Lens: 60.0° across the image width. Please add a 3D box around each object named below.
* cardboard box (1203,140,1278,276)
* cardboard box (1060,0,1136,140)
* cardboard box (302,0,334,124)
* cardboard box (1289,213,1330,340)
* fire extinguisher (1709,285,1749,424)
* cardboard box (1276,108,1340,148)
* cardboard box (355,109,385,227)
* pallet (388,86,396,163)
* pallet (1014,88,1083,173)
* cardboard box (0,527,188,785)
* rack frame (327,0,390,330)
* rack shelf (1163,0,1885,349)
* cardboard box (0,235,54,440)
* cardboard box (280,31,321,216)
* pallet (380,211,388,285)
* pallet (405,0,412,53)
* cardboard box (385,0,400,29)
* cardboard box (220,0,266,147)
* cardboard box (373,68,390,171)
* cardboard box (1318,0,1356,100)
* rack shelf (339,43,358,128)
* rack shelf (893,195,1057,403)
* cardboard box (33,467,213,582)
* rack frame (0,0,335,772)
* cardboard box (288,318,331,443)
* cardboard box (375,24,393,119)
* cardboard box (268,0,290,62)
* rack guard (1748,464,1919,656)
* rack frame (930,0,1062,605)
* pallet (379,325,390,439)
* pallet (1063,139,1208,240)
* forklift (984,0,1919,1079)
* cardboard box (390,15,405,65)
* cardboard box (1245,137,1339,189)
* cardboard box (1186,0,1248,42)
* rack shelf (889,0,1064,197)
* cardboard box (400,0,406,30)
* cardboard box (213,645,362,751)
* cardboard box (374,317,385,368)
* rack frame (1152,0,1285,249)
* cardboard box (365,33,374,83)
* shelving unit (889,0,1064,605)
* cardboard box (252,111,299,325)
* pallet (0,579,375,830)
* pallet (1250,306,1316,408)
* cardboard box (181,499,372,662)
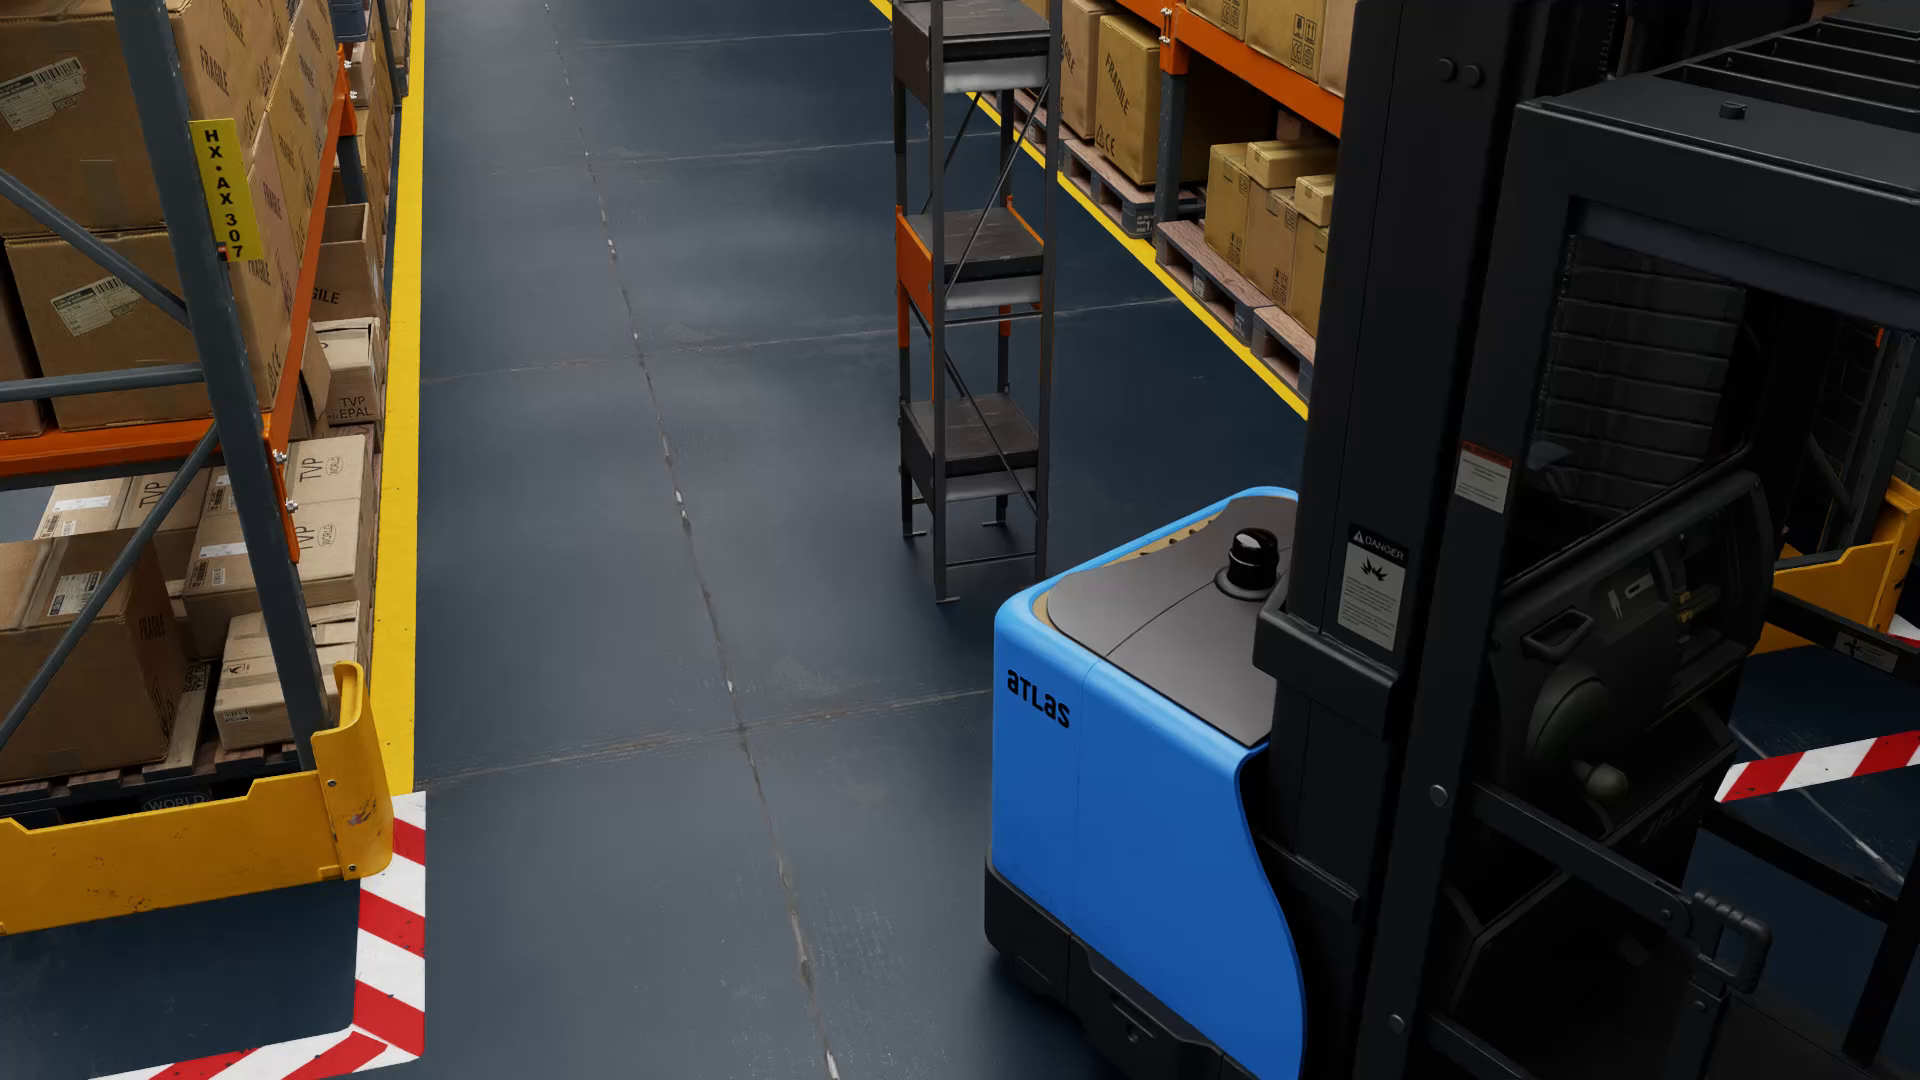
[{"bbox_3d":[1.636,-1.655,8.191,0.700,0.500,0.500,-7,31,-13],"label":"cardboard box"},{"bbox_3d":[0.999,-2.907,10.004,0.750,0.750,0.750,-7,31,-12],"label":"cardboard box"},{"bbox_3d":[-2.721,-1.856,6.363,0.500,0.500,0.500,-7,31,-12],"label":"cardboard box"},{"bbox_3d":[1.900,-1.164,7.342,0.700,0.500,0.500,-7,31,-12],"label":"cardboard box"},{"bbox_3d":[2.193,-0.669,4.860,0.296,0.674,0.183,-8,31,-13],"label":"fire extinguisher"},{"bbox_3d":[1.789,-2.032,8.195,0.380,0.149,0.250,-8,31,-14],"label":"cardboard box"},{"bbox_3d":[-3.285,-1.900,8.594,0.500,0.500,0.500,-7,31,-13],"label":"cardboard box"},{"bbox_3d":[-4.139,-2.629,10.581,1.003,0.211,1.213,-8,31,-13],"label":"pallet"},{"bbox_3d":[0.931,-2.676,10.662,1.003,0.211,1.213,-8,31,-13],"label":"pallet"},{"bbox_3d":[-2.559,0.324,4.752,0.500,0.500,0.500,-8,31,-13],"label":"cardboard box"},{"bbox_3d":[-3.239,-2.269,7.176,1.000,3.000,0.127,-8,31,-13],"label":"rack frame"},{"bbox_3d":[2.067,-1.652,6.829,1.077,0.370,4.000,-8,31,-13],"label":"rack shelf"},{"bbox_3d":[-2.559,-0.561,4.125,0.500,0.500,0.500,-7,31,-12],"label":"cardboard box"},{"bbox_3d":[-2.444,-1.363,5.510,0.500,0.500,0.500,-7,31,-13],"label":"cardboard box"},{"bbox_3d":[-3.491,-1.450,8.545,1.003,0.211,1.213,-8,31,-13],"label":"pallet"},{"bbox_3d":[-4.802,-3.985,12.924,1.003,0.211,1.213,-8,31,-13],"label":"pallet"},{"bbox_3d":[-4.157,-3.728,11.462,0.500,0.311,0.500,-7,31,-12],"label":"cardboard box"},{"bbox_3d":[-2.187,-1.314,4.428,0.500,0.500,0.500,-8,31,-13],"label":"cardboard box"},{"bbox_3d":[-3.544,-2.387,9.435,0.500,0.500,0.500,-9,31,-15],"label":"cardboard box"},{"bbox_3d":[2.055,-2.092,6.570,0.980,0.700,0.700,-9,31,-16],"label":"cardboard box"},{"bbox_3d":[-3.770,-2.924,9.025,1.077,0.370,4.000,-8,31,-13],"label":"rack shelf"},{"bbox_3d":[0.044,-0.817,5.593,0.431,0.518,0.480,-8,31,-13],"label":"rack shelf"},{"bbox_3d":[-2.782,-0.030,5.614,0.500,0.250,0.500,-8,31,-13],"label":"cardboard box"},{"bbox_3d":[-2.177,-0.337,3.838,1.000,3.000,0.127,-8,31,-13],"label":"rack frame"},{"bbox_3d":[-2.735,-0.473,6.125,0.797,0.503,0.637,-8,31,-13],"label":"cardboard box"},{"bbox_3d":[-3.826,-2.889,10.303,0.500,0.500,0.500,-7,31,-11],"label":"cardboard box"},{"bbox_3d":[-2.451,-1.802,5.271,0.500,0.500,0.500,-8,31,-14],"label":"cardboard box"},{"bbox_3d":[2.604,0.096,5.586,1.175,0.500,0.348,-8,31,-13],"label":"rack guard"},{"bbox_3d":[0.109,-0.711,5.382,0.400,2.100,0.015,-8,31,-13],"label":"rack frame"},{"bbox_3d":[-3.058,-0.730,7.302,1.003,0.211,1.213,-8,31,-13],"label":"pallet"},{"bbox_3d":[1.258,-2.085,9.642,1.003,0.211,1.213,-8,31,-13],"label":"pallet"},{"bbox_3d":[1.395,0.217,2.949,1.130,2.935,3.031,-23,37,-34],"label":"forklift"},{"bbox_3d":[-4.157,-3.485,11.602,0.500,0.250,0.500,-8,31,-13],"label":"cardboard box"},{"bbox_3d":[1.551,-1.746,7.700,0.380,0.149,0.250,-7,31,-12],"label":"cardboard box"},{"bbox_3d":[1.664,-2.795,7.786,0.980,0.700,0.700,-7,31,-13],"label":"cardboard box"},{"bbox_3d":[0.044,-1.423,5.242,0.431,0.518,0.480,-8,31,-13],"label":"rack shelf"},{"bbox_3d":[-4.435,-3.978,12.454,0.500,0.250,0.500,-9,31,-15],"label":"cardboard box"},{"bbox_3d":[-1.957,0.458,4.871,0.380,0.149,0.250,-8,31,-13],"label":"cardboard box"},{"bbox_3d":[-2.657,-0.815,7.071,0.380,0.149,0.250,-8,31,-13],"label":"cardboard box"},{"bbox_3d":[1.536,-2.930,8.317,1.000,3.000,0.127,-8,31,-13],"label":"rack frame"},{"bbox_3d":[-3.532,-2.694,9.217,0.500,0.250,0.500,-8,31,-14],"label":"cardboard box"},{"bbox_3d":[0.044,-0.829,5.586,0.431,2.100,0.503,-8,31,-13],"label":"shelving unit"},{"bbox_3d":[-2.183,-0.878,4.674,0.500,0.500,0.500,-8,31,-14],"label":"cardboard box"},{"bbox_3d":[-2.410,0.448,5.266,1.003,0.211,1.213,-8,31,-13],"label":"pallet"},{"bbox_3d":[1.990,-0.755,7.343,1.003,0.211,1.213,-8,31,-13],"label":"pallet"},{"bbox_3d":[-2.181,0.120,5.353,0.500,0.250,0.500,-8,31,-13],"label":"cardboard box"}]
